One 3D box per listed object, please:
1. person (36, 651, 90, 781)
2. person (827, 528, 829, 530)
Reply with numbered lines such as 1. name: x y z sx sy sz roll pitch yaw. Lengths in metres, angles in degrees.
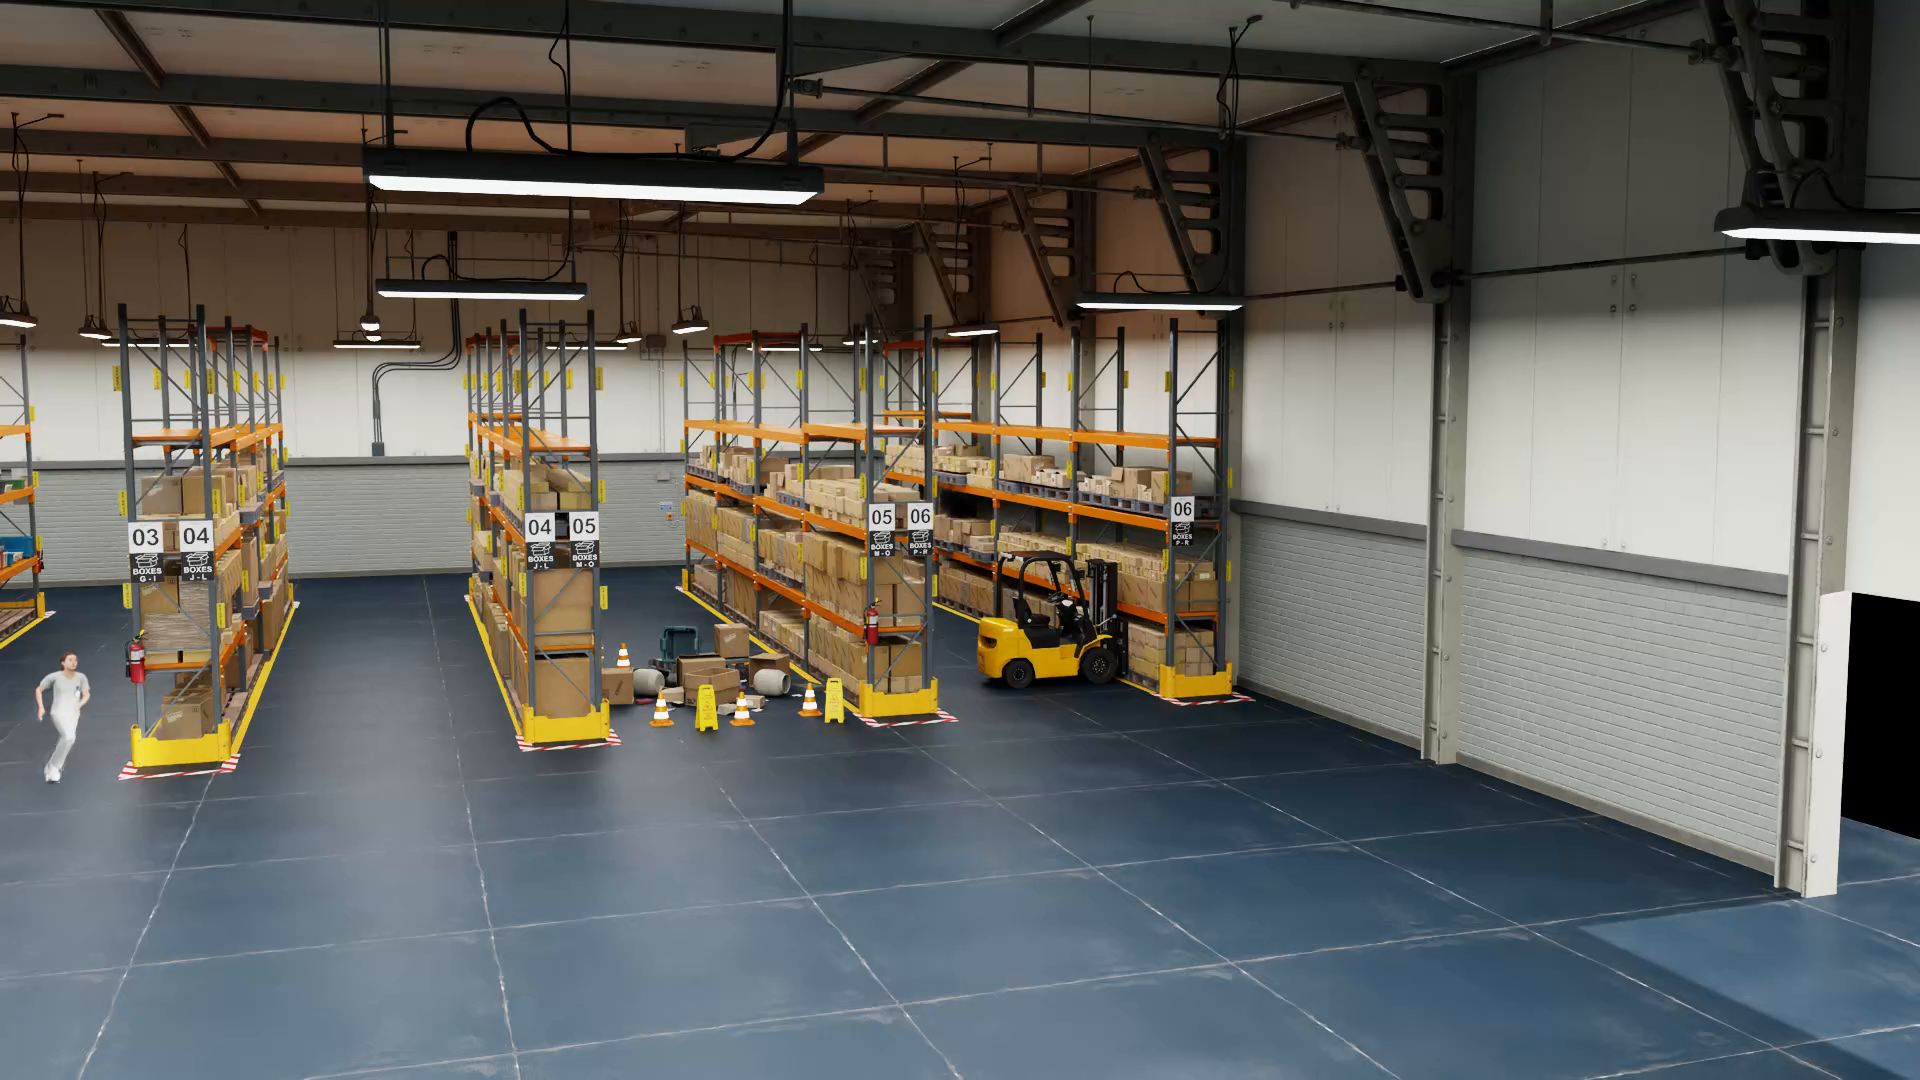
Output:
1. person: -11.178 2.206 20.844 0.616 1.606 0.572 4 7 39
2. person: -2.968 0.381 37.198 0.514 1.615 0.801 -3 6 -32
